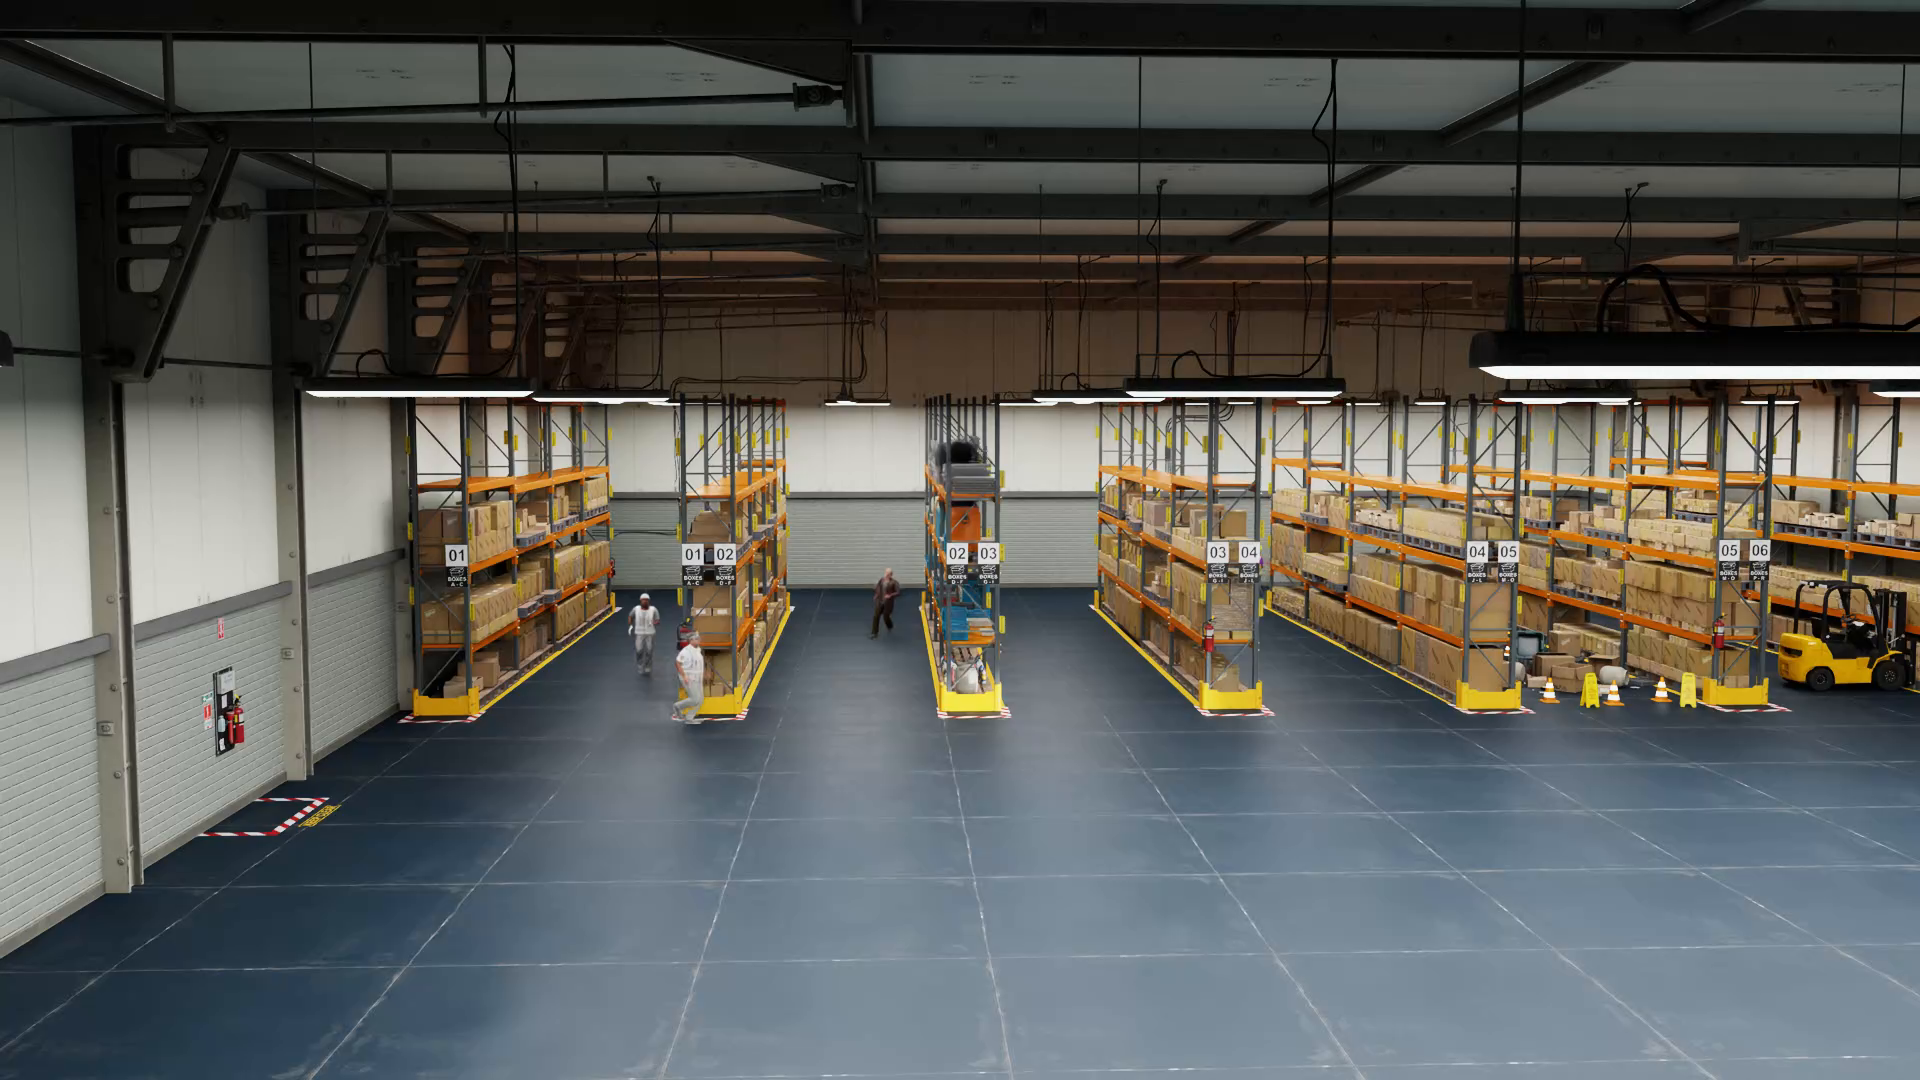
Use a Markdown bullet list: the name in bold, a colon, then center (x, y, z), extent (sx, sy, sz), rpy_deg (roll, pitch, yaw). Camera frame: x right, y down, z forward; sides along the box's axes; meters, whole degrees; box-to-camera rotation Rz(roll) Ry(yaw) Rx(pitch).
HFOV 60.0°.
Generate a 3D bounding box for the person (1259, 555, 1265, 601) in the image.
- **person**: center (8.631, 1.018, 48.626), extent (0.792, 1.786, 0.714), rpy_deg (-2, 5, -27)

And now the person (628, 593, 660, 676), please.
- **person**: center (-6.751, 2.024, 35.543), extent (0.683, 1.757, 0.668), rpy_deg (-1, 5, -8)

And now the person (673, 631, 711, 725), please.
- **person**: center (-4.825, 2.491, 30.042), extent (0.581, 1.717, 0.659), rpy_deg (2, 5, 25)

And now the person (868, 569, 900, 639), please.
- **person**: center (-1.815, 1.568, 41.407), extent (0.740, 1.732, 1.024), rpy_deg (2, 5, 23)
